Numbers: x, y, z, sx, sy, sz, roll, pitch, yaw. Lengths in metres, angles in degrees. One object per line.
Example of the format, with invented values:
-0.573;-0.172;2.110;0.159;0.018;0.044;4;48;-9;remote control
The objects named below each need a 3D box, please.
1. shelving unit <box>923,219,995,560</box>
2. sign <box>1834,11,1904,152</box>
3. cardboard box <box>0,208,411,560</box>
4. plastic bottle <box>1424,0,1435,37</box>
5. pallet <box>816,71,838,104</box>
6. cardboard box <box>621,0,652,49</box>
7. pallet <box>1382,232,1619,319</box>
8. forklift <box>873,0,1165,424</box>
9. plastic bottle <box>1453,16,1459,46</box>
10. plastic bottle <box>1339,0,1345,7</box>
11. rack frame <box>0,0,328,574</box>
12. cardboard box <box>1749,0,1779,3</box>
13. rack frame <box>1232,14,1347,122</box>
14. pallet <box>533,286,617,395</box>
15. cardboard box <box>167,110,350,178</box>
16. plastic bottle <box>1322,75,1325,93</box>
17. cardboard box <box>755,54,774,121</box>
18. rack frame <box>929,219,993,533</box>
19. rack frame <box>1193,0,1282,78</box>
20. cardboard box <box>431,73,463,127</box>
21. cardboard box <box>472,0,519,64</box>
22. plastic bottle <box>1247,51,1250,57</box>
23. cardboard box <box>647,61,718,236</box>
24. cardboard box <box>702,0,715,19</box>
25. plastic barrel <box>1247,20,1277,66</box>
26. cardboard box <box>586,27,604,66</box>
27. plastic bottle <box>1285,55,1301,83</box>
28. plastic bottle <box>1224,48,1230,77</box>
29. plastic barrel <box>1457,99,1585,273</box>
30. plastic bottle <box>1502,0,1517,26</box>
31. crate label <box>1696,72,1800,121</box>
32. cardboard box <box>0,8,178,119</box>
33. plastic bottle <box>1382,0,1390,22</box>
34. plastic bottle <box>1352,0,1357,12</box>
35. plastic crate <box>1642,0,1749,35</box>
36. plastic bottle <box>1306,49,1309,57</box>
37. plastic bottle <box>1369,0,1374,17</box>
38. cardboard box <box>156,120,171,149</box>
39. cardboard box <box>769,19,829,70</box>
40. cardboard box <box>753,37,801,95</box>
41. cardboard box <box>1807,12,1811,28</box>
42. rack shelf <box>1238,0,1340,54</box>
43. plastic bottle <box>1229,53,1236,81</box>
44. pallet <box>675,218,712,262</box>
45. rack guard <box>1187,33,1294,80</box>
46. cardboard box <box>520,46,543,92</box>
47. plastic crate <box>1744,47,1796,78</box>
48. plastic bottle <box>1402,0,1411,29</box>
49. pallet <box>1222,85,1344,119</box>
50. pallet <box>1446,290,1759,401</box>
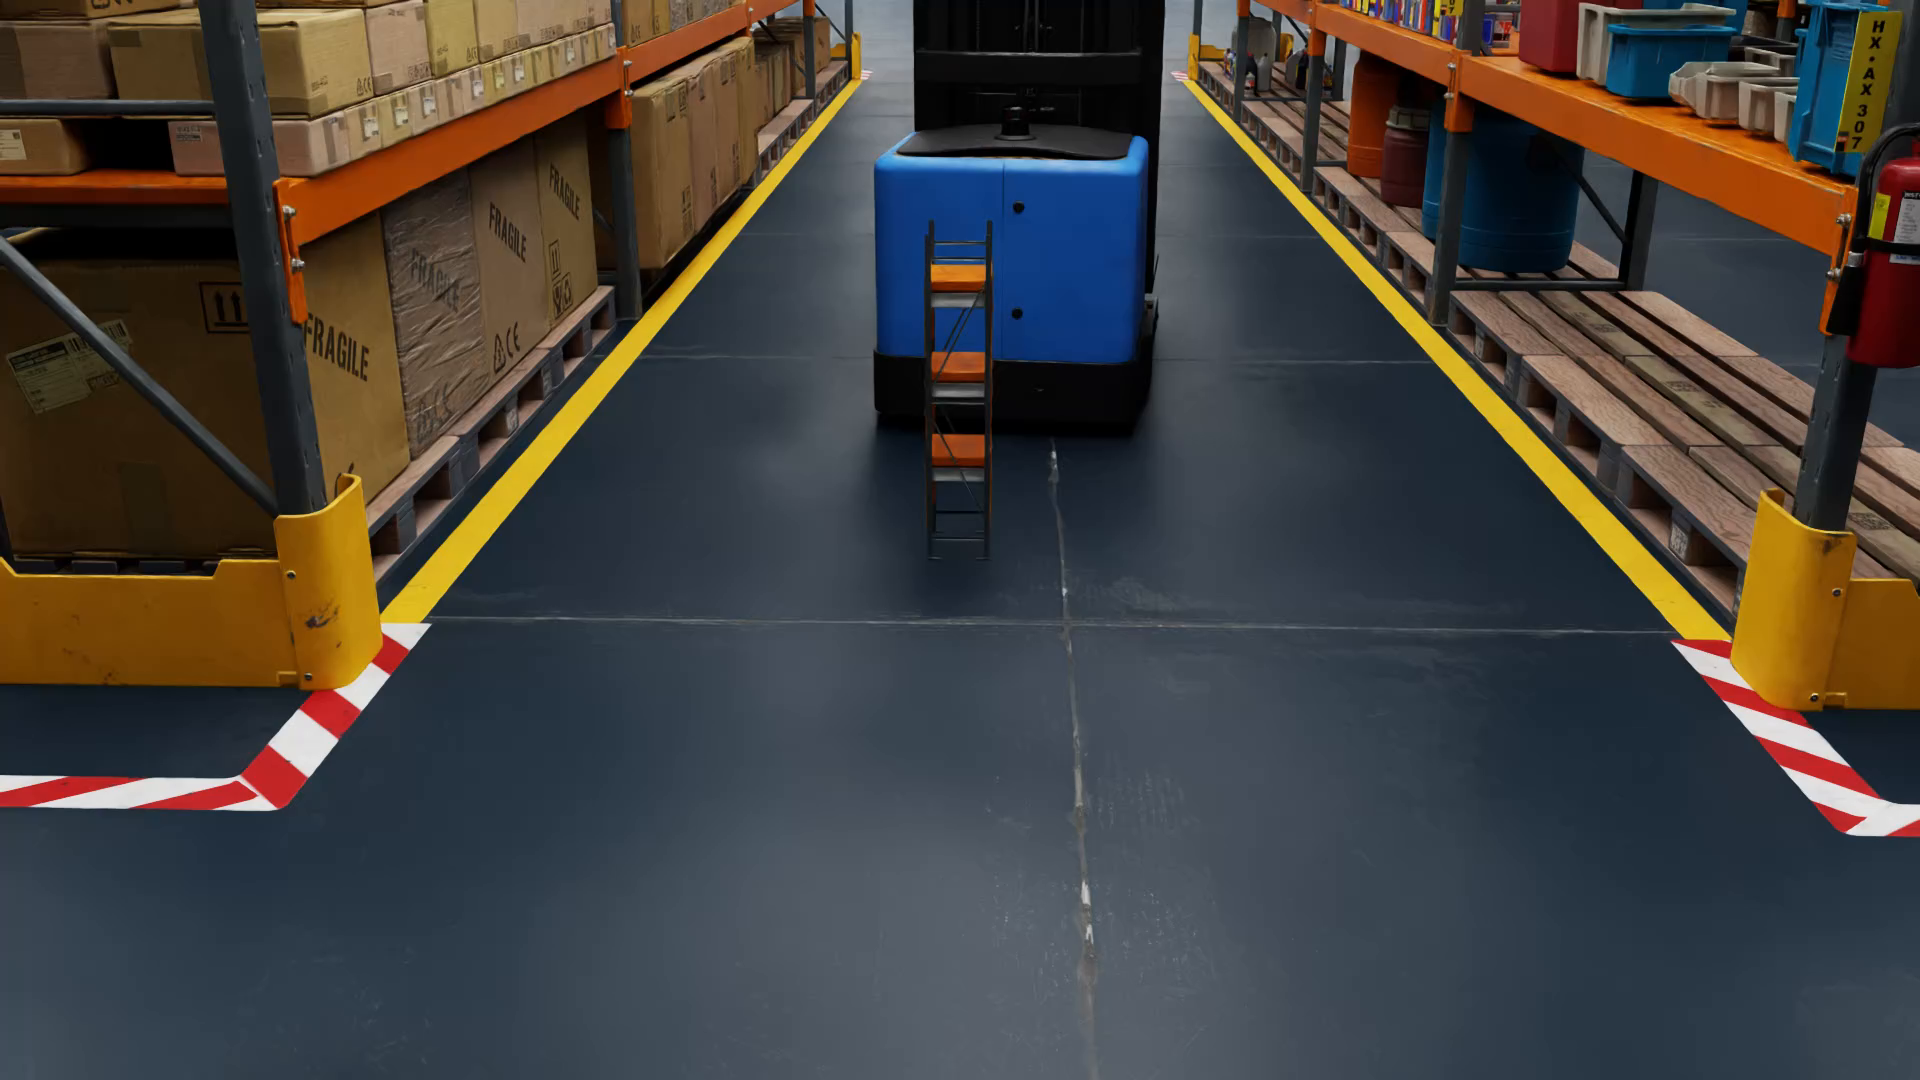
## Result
-0.002;-0.470;5.289;0.215;1.050;0.252;1;21;2;shelving unit
2.167;-1.090;3.967;0.100;0.325;0.005;1;21;2;sign
-2.294;-0.506;5.044;0.875;0.875;0.875;1;21;2;cardboard box
2.545;-2.840;8.770;0.144;0.351;0.185;1;21;2;plastic bottle
-1.849;-4.793;17.590;1.003;0.211;1.213;1;21;2;pallet
-1.848;-2.725;8.267;0.500;0.500;0.500;1;21;2;cardboard box
2.904;-1.439;8.946;1.003;0.211;1.213;1;21;2;pallet
0.376;-2.317;7.450;1.130;2.935;3.031;3;21;8;forklift
2.504;-2.556;8.245;0.097;0.201;0.097;0;21;0;plastic bottle
2.624;-3.696;11.079;0.152;0.276;0.135;1;21;2;plastic bottle
-2.234;-1.069;4.137;1.000;3.000;0.127;1;21;2;rack frame
8.420;-5.448;17.607;0.500;0.500;0.500;1;21;2;cardboard box
3.082;-5.353;15.178;1.000;3.000;0.127;1;21;2;rack frame
-2.213;-0.941;7.662;1.003;0.211;1.213;1;21;2;pallet
-1.893;-1.076;4.503;0.380;0.149;0.250;1;21;2;cardboard box
3.533;-4.401;15.984;0.097;0.201;0.097;0;21;0;plastic bottle
-1.959;-3.851;14.154;0.700;0.500;0.500;-1;21;-3;cardboard box
0.002;-0.514;5.403;0.200;1.050;0.008;1;21;2;rack frame
3.204;-6.799;18.906;1.000;3.000;0.127;1;21;2;rack frame
-1.864;-1.448;5.461;0.380;0.149;0.250;0;21;1;cardboard box
-1.910;-1.866;5.989;0.500;0.250;0.500;0;21;1;cardboard box
2.819;-4.629;16.365;0.144;0.351;0.185;0;21;-1;plastic bottle
-2.086;-2.275;9.602;1.225;0.875;0.875;0;21;0;cardboard box
-1.791;-3.459;10.158;0.500;0.500;0.500;0;21;0;cardboard box
3.245;-5.415;18.197;0.421;0.512;0.421;0;21;0;plastic barrel
-1.801;-2.191;7.376;0.380;0.149;0.250;1;21;3;cardboard box
3.391;-4.790;16.885;0.152;0.276;0.135;1;21;2;plastic bottle
2.812;-5.004;17.426;0.061;0.283;0.133;1;21;3;plastic bottle
2.872;-1.874;8.534;0.600;0.901;0.708;1;21;2;plastic barrel
3.162;-3.096;9.539;0.097;0.271;0.097;0;21;0;plastic bottle
2.568;-1.422;5.328;0.396;0.136;0.243;1;21;2;crate label
-2.484;-1.316;4.569;0.500;0.250;0.500;0;21;1;cardboard box
2.582;-3.195;9.787;0.152;0.276;0.135;1;21;2;plastic bottle
2.610;-3.529;10.648;0.152;0.276;0.135;1;21;2;plastic bottle
3.166;-2.308;7.271;0.392;0.384;0.575;1;21;2;plastic crate
3.540;-4.832;16.890;0.144;0.351;0.185;0;21;1;plastic bottle
2.568;-3.353;10.202;0.097;0.271;0.097;0;21;0;plastic bottle
-2.537;-1.269;5.000;0.380;0.149;0.250;1;21;2;cardboard box
-1.767;-5.442;18.283;0.500;0.500;0.500;6;22;16;cardboard box
-1.816;-4.582;16.067;0.500;0.500;0.500;0;21;0;cardboard box
8.360;-4.725;15.743;0.500;0.500;0.500;1;21;2;cardboard box
3.021;-4.294;13.445;1.077;0.370;4.000;1;21;2;rack shelf
2.818;-4.847;17.038;0.097;0.271;0.097;0;21;0;plastic bottle
-2.129;-1.937;10.229;1.003;0.211;1.213;1;21;2;pallet
3.249;-5.606;19.286;1.175;0.500;0.348;1;21;2;rack guard
-1.832;-1.819;6.418;0.380;0.149;0.250;0;21;1;cardboard box
3.086;-1.733;6.129;0.293;0.136;0.466;1;21;2;plastic crate
2.565;-2.996;9.274;0.152;0.276;0.135;1;21;2;plastic bottle
3.144;-4.295;16.307;1.003;0.211;1.213;1;21;2;pallet
2.855;-0.894;7.542;1.003;0.211;1.213;1;21;2;pallet
